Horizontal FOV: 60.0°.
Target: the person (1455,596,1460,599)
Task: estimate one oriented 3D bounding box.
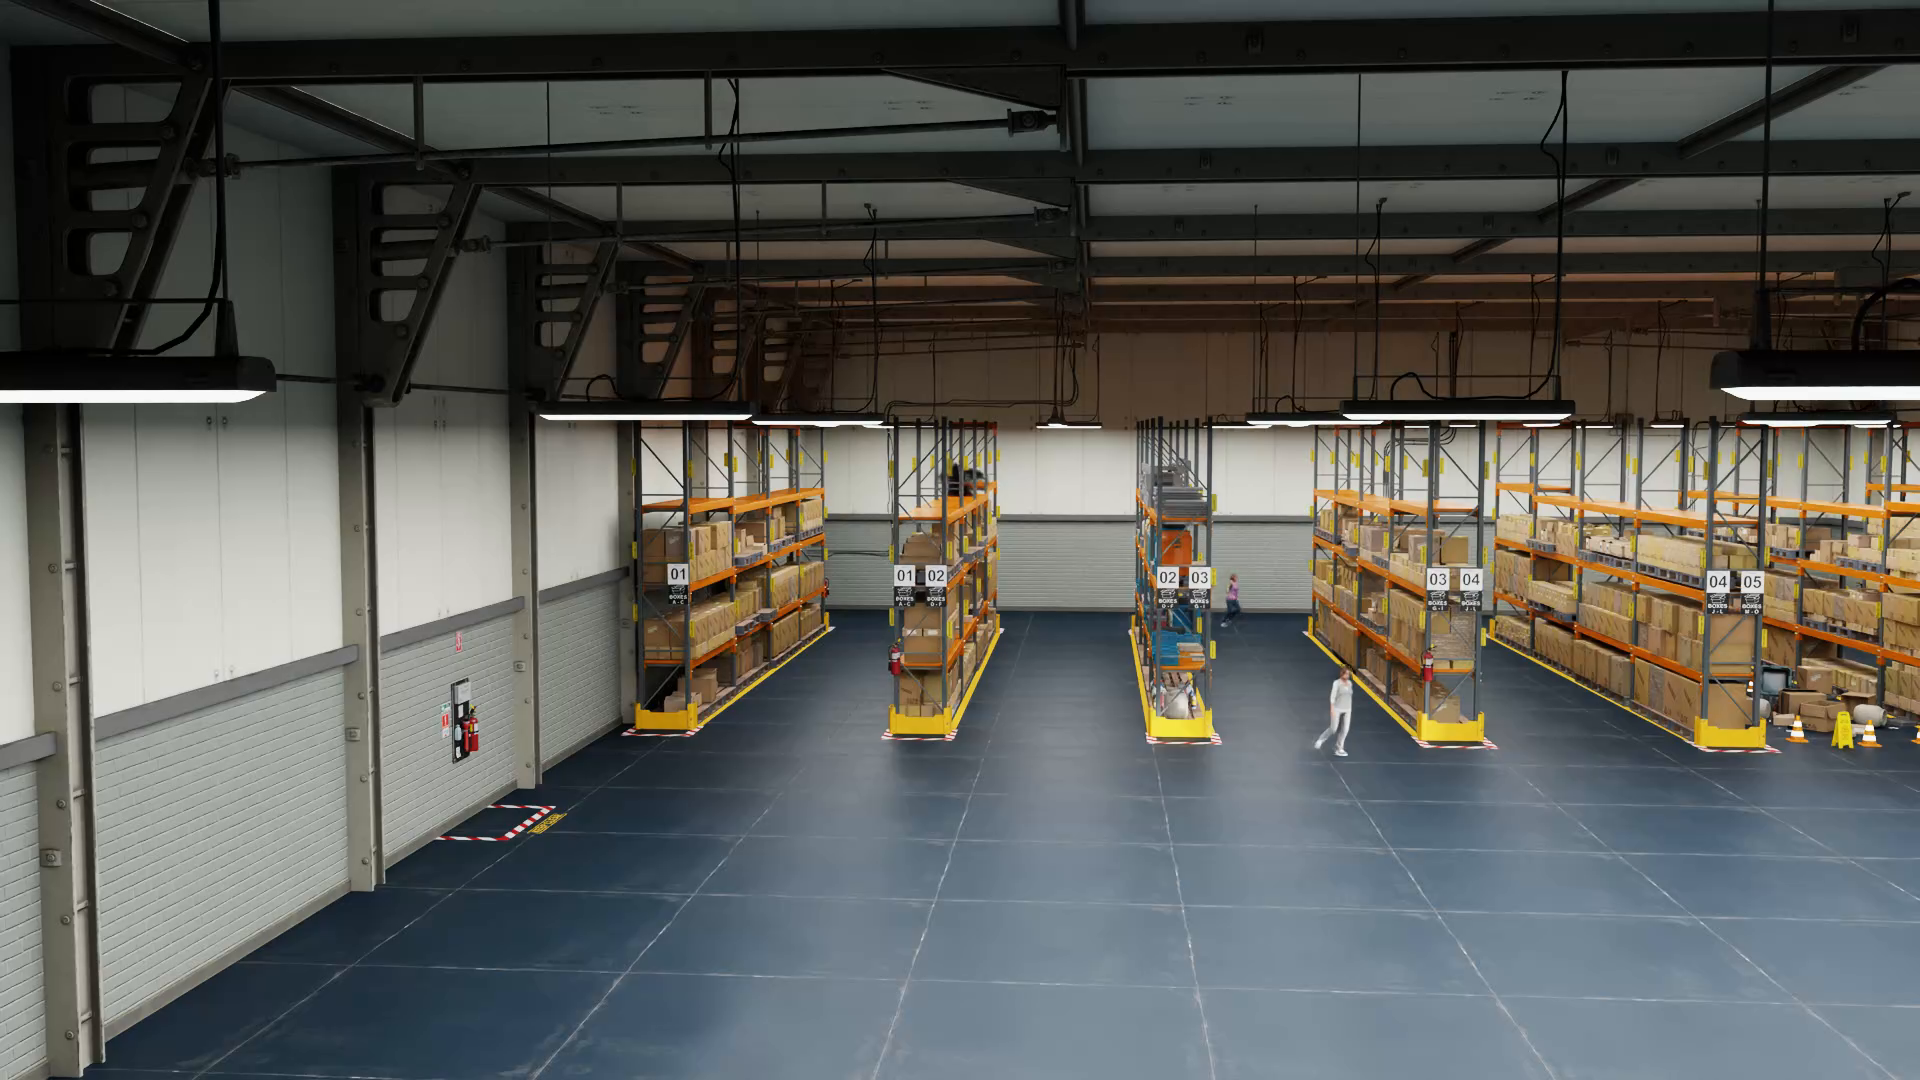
[{"bbox_3d":[14.117,1.839,47.134,0.828,1.580,0.794,-3,5,-40],"label":"person"}]

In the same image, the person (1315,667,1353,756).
[{"bbox_3d":[6.614,3.061,29.357,0.574,1.470,0.528,-1,4,-20],"label":"person"}]

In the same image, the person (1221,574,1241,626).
[{"bbox_3d":[8.017,1.757,48.858,0.530,1.538,0.608,4,5,43],"label":"person"}]
